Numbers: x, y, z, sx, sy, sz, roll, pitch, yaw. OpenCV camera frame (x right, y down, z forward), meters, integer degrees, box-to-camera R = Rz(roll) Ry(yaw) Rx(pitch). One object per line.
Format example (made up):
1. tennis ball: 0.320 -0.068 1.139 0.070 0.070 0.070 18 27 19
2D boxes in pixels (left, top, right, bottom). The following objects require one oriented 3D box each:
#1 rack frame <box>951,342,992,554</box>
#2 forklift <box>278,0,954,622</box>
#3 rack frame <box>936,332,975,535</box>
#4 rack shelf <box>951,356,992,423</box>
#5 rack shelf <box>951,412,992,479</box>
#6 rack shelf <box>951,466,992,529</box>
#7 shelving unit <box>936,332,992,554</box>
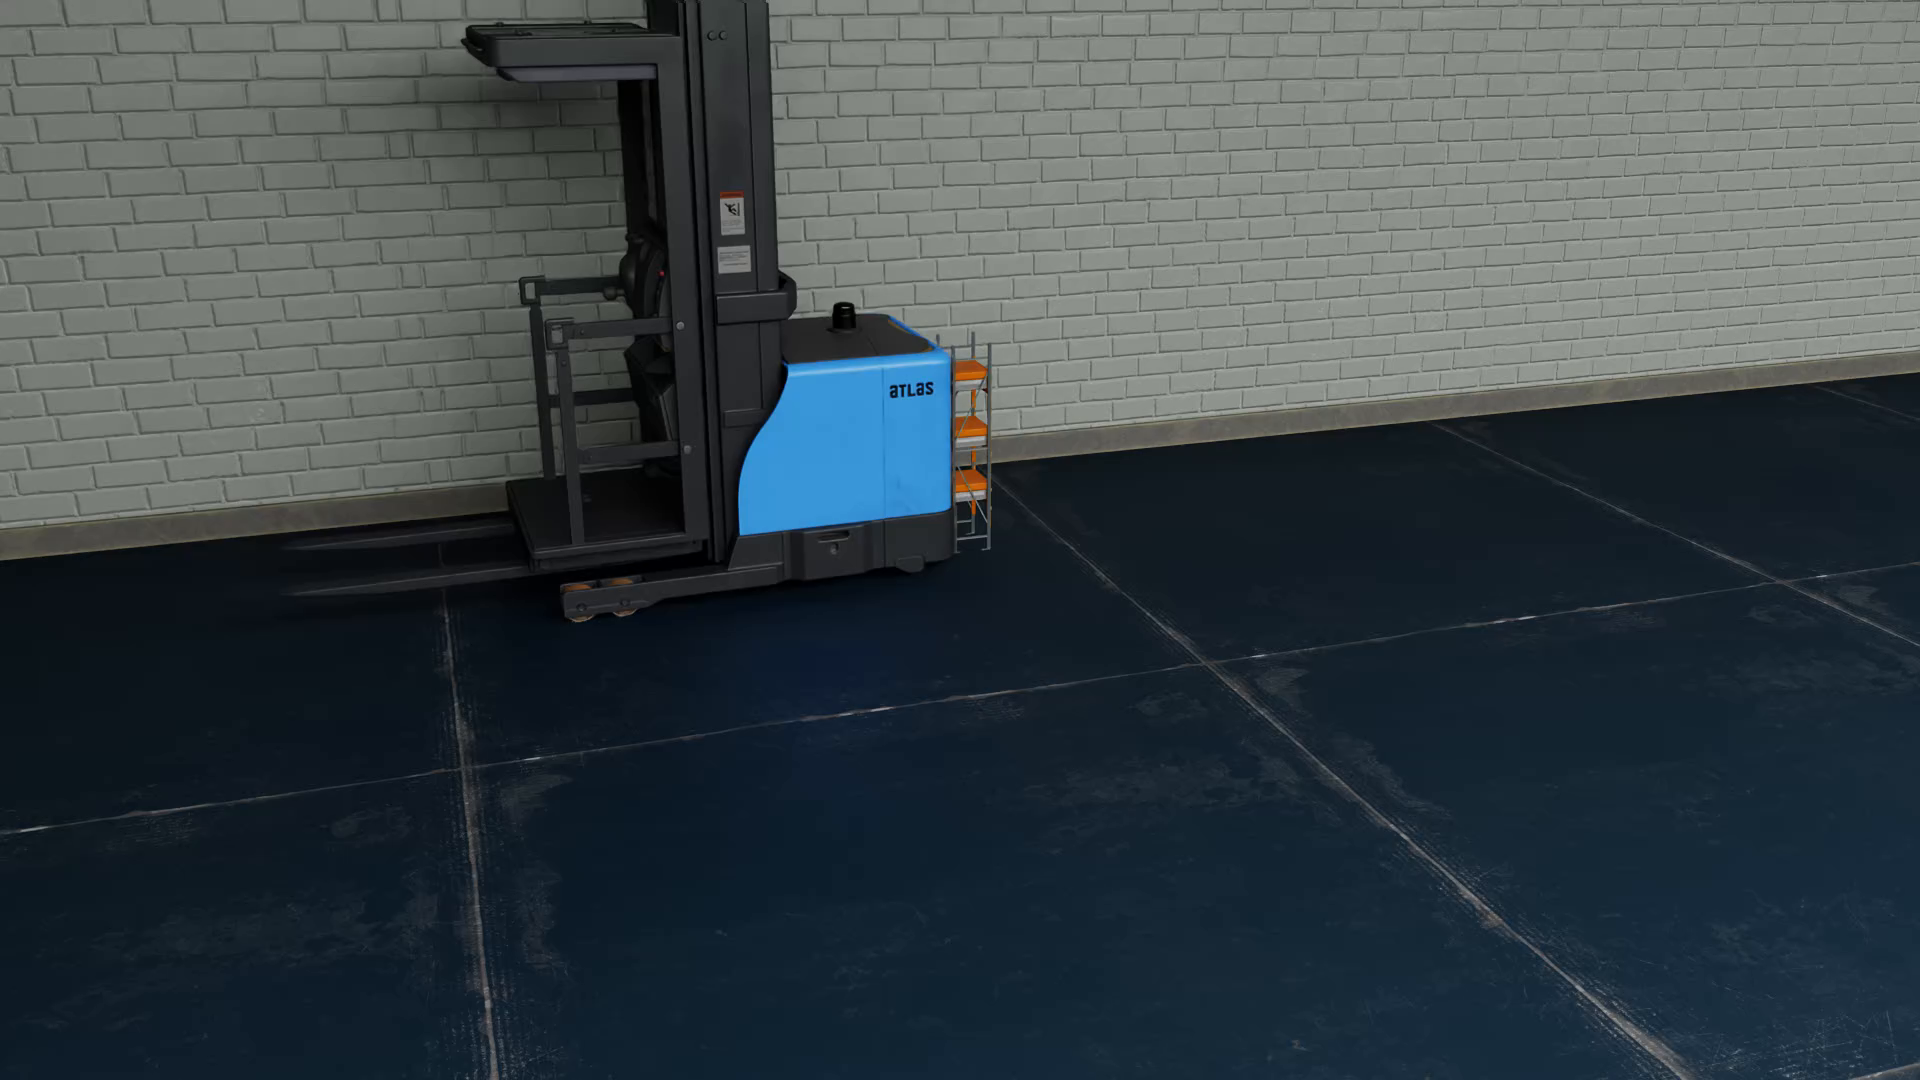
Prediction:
1. rack frame: 0.055 -0.438 8.082 0.200 1.050 0.008 -6 21 -17
2. forklift: -1.602 -1.216 7.465 3.031 2.935 1.130 -7 21 -19
3. rack frame: -0.022 -0.516 8.300 0.200 1.050 0.008 -6 21 -17
4. rack shelf: 0.017 -0.734 8.099 0.215 0.259 0.240 -6 21 -17
5. rack shelf: 0.017 -0.467 8.195 0.215 0.259 0.240 -6 21 -17
6. rack shelf: 0.017 -0.205 8.289 0.215 0.259 0.240 -6 21 -17
7. shelving unit: 0.017 -0.477 8.191 0.215 1.050 0.252 -6 21 -17
